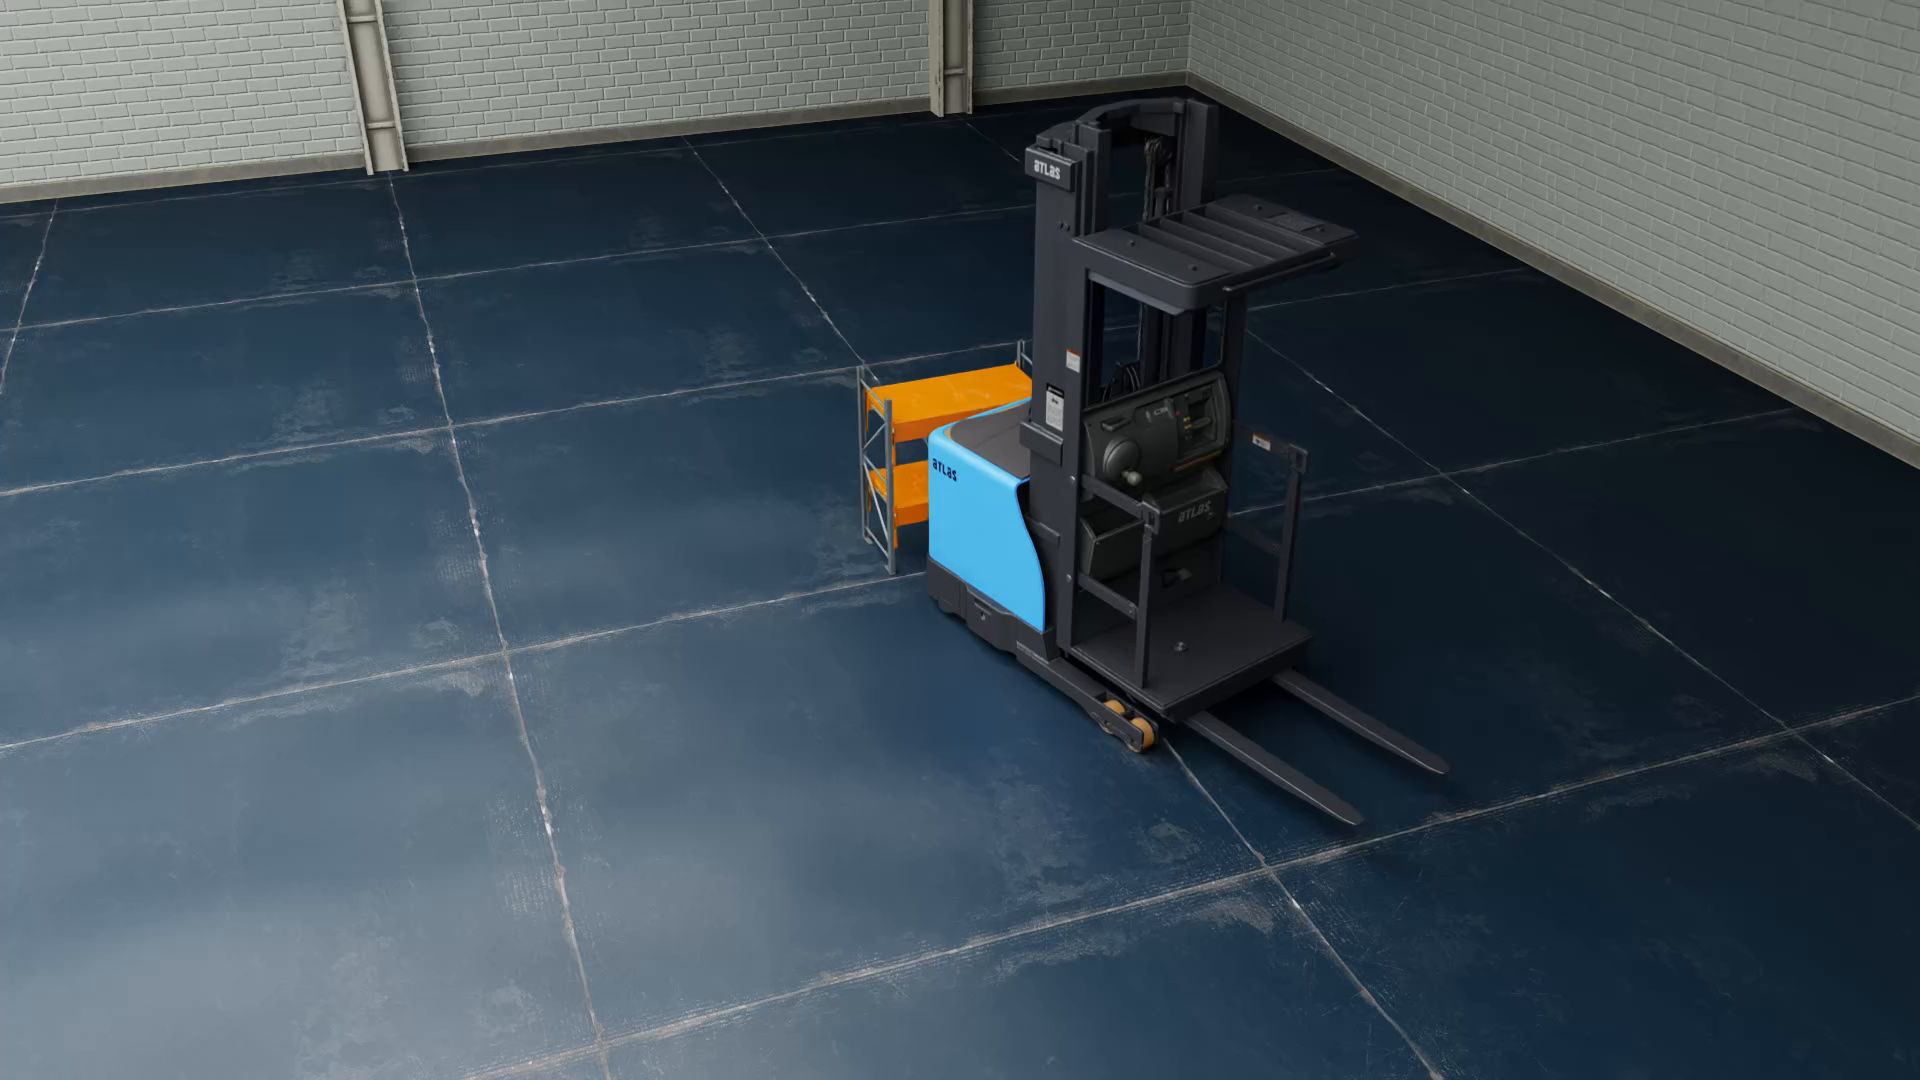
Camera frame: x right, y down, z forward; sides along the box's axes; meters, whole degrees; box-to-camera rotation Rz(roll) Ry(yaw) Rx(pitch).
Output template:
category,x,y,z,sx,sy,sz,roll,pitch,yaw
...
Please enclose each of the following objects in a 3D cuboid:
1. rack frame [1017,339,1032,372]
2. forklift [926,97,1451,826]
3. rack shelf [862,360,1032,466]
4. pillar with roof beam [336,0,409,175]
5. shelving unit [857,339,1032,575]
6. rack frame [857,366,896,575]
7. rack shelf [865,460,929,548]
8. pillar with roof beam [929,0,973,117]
category,x,y,z,sx,sy,sz,roll,pitch,yaw
rack frame,0.452,-0.593,10.005,0.032,1.125,0.500,-12,32,-20
forklift,1.108,-0.501,8.019,1.130,2.935,3.031,-21,36,-32
rack shelf,-0.017,-0.750,9.690,1.000,0.278,0.538,-12,32,-20
pillar with roof beam,-4.219,-5.627,10.887,0.400,9.000,9.100,-10,31,-18
shelving unit,-0.017,-0.496,9.835,1.048,1.125,0.538,-12,32,-20
rack frame,-0.486,-0.399,9.665,0.032,1.125,0.500,-12,32,-20
rack shelf,-0.017,-0.284,9.956,1.000,0.278,0.538,-12,32,-20
pillar with roof beam,1.404,-6.663,12.705,0.400,9.000,9.100,-10,31,-18
